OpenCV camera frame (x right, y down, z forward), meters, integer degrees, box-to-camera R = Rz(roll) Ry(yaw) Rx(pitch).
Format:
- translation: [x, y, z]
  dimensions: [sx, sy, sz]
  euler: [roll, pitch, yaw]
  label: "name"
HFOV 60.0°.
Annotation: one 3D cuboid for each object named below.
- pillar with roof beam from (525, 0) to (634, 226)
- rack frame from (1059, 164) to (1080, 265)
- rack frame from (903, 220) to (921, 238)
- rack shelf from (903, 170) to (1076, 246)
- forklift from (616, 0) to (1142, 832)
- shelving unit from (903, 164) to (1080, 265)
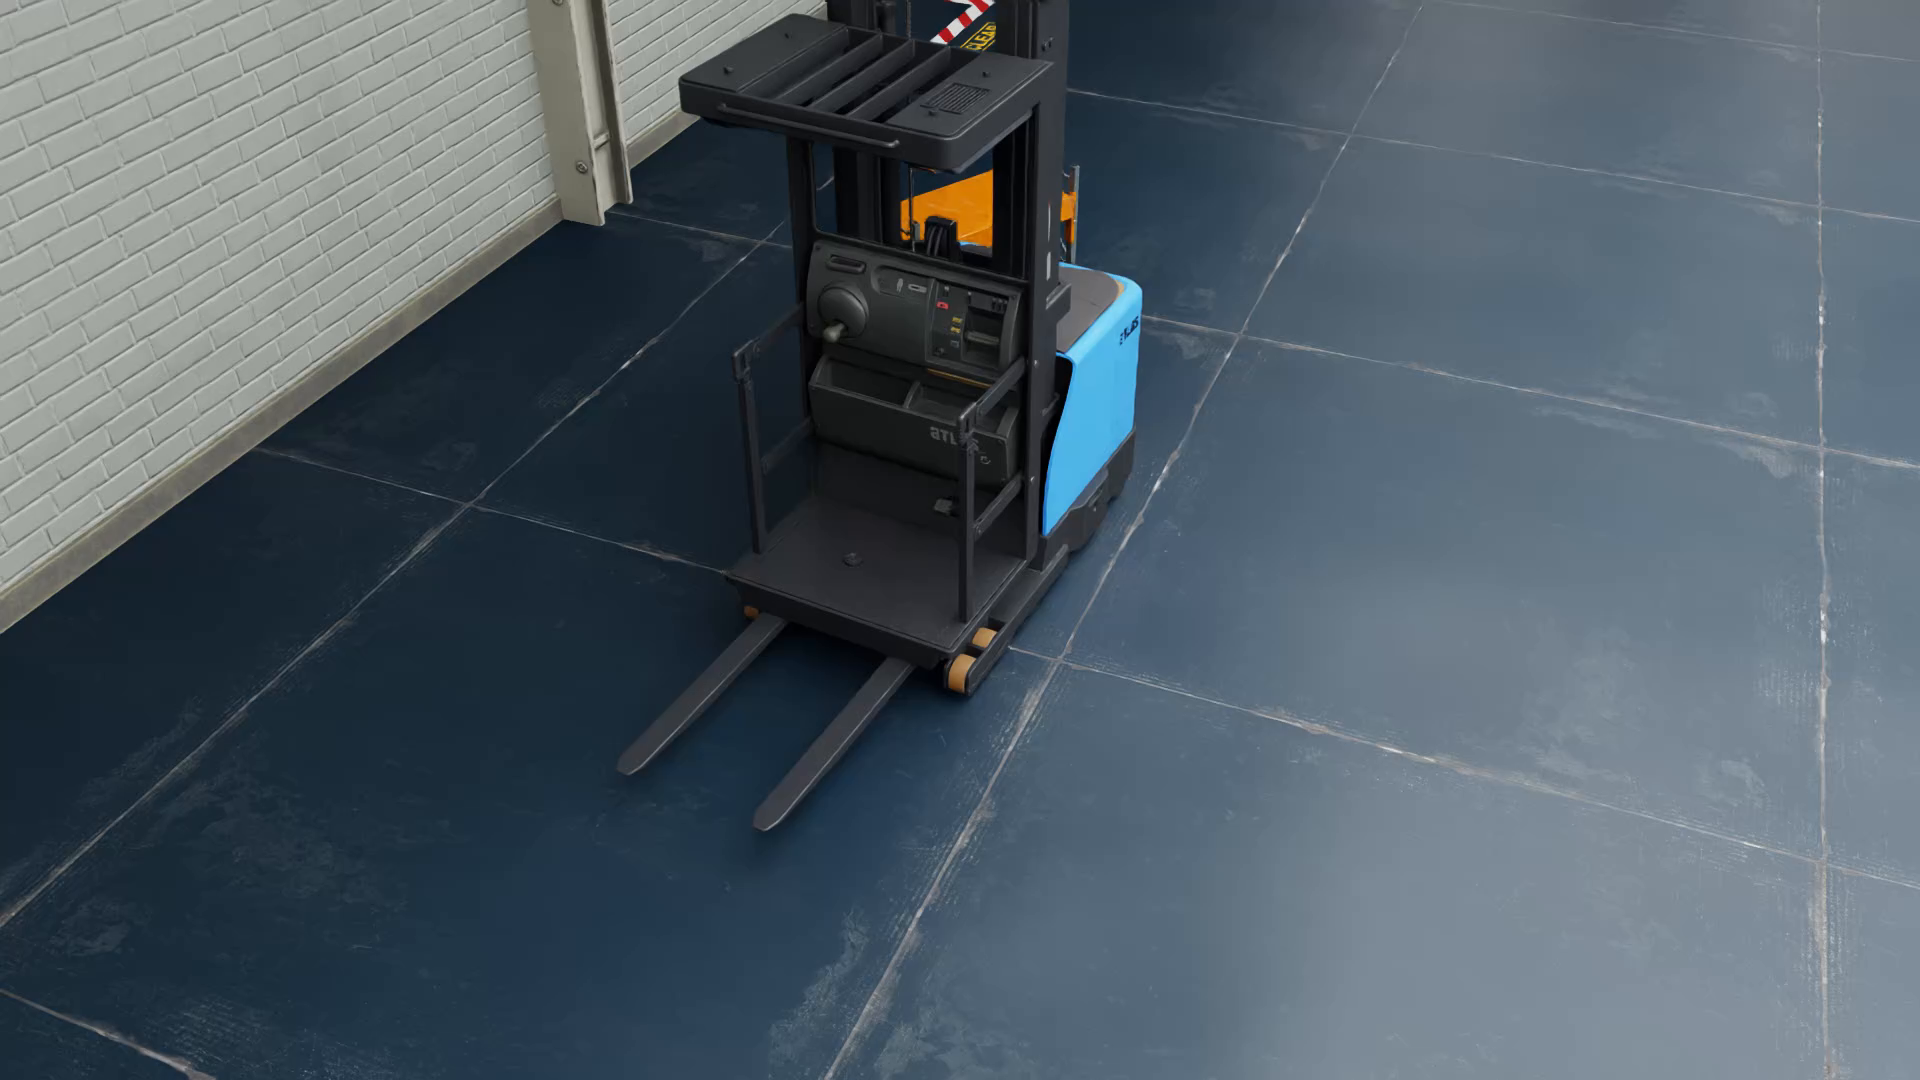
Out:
- translation: [1.674, -4.724, 6.554]
  dimensions: [9.100, 9.000, 0.400]
  euler: [14, 39, 18]
  label: "pillar with roof beam"
- translation: [0.437, -1.546, 8.879]
  dimensions: [0.032, 1.125, 0.500]
  euler: [-26, 44, -30]
  label: "rack frame"
- translation: [-0.356, -1.165, 8.369]
  dimensions: [0.032, 1.125, 0.500]
  euler: [-26, 44, -30]
  label: "rack frame"
- translation: [0.040, -1.590, 8.449]
  dimensions: [1.000, 0.278, 0.538]
  euler: [-26, 44, -30]
  label: "rack shelf"
- translation: [-0.291, -0.843, 6.430]
  dimensions: [1.130, 2.935, 3.031]
  euler: [17, 40, 22]
  label: "forklift"
- translation: [0.040, -1.355, 8.624]
  dimensions: [1.048, 1.125, 0.538]
  euler: [-26, 44, -30]
  label: "shelving unit"
